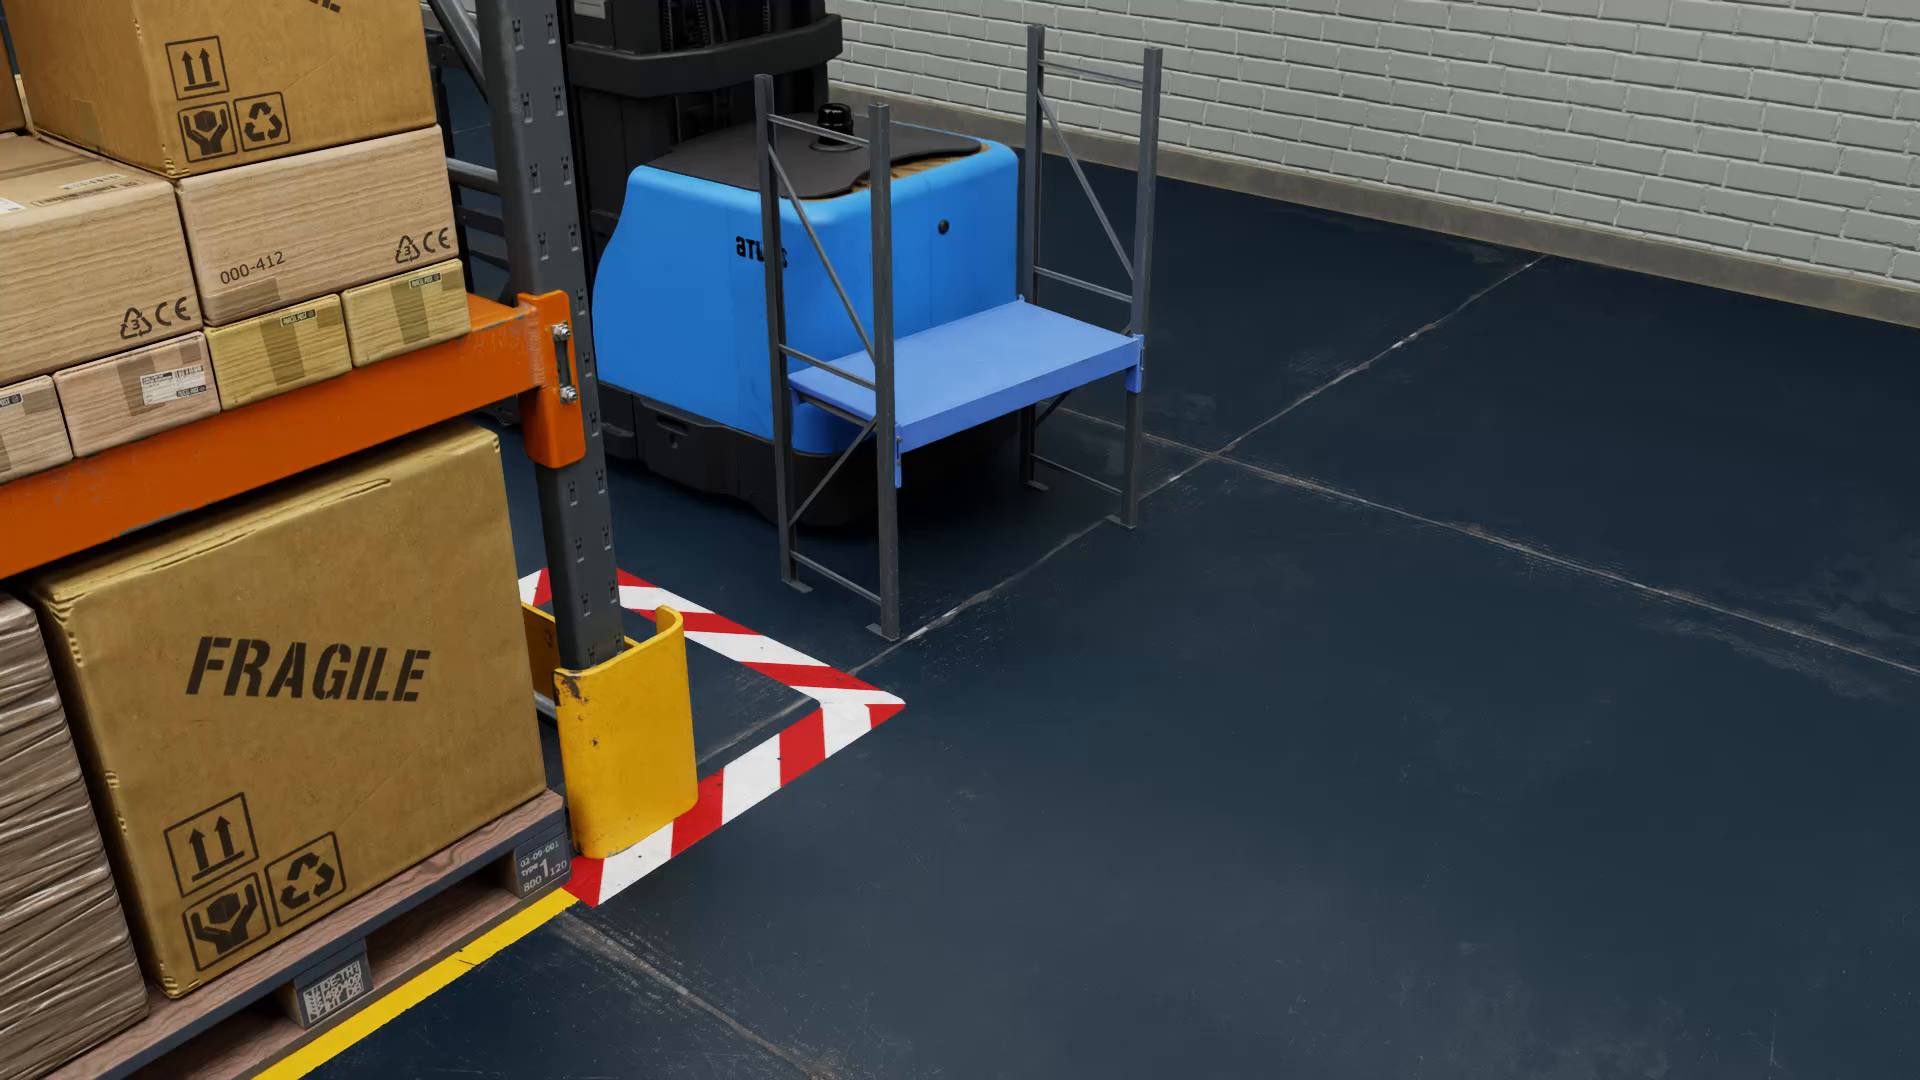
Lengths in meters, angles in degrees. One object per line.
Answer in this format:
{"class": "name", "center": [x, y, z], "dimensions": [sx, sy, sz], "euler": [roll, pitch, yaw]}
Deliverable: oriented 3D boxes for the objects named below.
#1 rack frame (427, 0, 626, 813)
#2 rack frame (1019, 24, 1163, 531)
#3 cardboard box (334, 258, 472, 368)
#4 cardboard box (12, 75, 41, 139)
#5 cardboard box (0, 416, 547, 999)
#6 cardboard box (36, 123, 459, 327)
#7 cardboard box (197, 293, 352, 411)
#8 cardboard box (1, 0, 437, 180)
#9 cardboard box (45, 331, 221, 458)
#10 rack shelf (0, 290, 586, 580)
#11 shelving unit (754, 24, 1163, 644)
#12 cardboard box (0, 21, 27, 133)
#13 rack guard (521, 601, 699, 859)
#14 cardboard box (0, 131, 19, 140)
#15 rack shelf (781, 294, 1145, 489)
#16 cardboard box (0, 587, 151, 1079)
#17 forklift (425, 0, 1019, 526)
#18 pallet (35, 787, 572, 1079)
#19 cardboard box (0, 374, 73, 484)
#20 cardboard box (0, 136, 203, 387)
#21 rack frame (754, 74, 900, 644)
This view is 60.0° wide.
{"class": "rack frame", "center": [-1.183, -0.808, 3.548], "dimensions": [1.000, 3.000, 0.127], "euler": [21, 34, 34]}
{"class": "rack frame", "center": [0.384, -0.784, 5.133], "dimensions": [0.032, 1.500, 0.500], "euler": [-24, 36, -38]}
{"class": "cardboard box", "center": [-1.156, -0.474, 3.176], "dimensions": [0.380, 0.149, 0.250], "euler": [22, 34, 35]}
{"class": "cardboard box", "center": [-1.697, -0.783, 3.338], "dimensions": [0.500, 0.250, 0.500], "euler": [20, 33, 33]}
{"class": "cardboard box", "center": [-1.529, 0.199, 3.456], "dimensions": [0.875, 0.875, 0.875], "euler": [21, 34, 34]}
{"class": "cardboard box", "center": [-1.287, -0.624, 3.032], "dimensions": [0.500, 0.250, 0.500], "euler": [20, 33, 34]}
{"class": "cardboard box", "center": [-1.320, -0.382, 2.996], "dimensions": [0.380, 0.149, 0.250], "euler": [21, 34, 35]}
{"class": "cardboard box", "center": [-1.291, -0.957, 2.859], "dimensions": [0.500, 0.500, 0.500], "euler": [21, 34, 35]}
{"class": "cardboard box", "center": [-1.481, -0.292, 2.824], "dimensions": [0.380, 0.149, 0.250], "euler": [21, 34, 35]}
{"class": "rack shelf", "center": [-2.456, 0.220, 2.342], "dimensions": [1.077, 0.370, 4.000], "euler": [21, 34, 34]}
{"class": "shelving unit", "center": [0.015, -0.623, 4.822], "dimensions": [1.048, 1.500, 0.538], "euler": [-24, 36, -38]}
{"class": "cardboard box", "center": [-2.015, -0.938, 2.823], "dimensions": [0.500, 0.500, 0.500], "euler": [20, 33, 33]}
{"class": "rack guard", "center": [-1.168, 0.293, 4.139], "dimensions": [1.175, 0.500, 0.348], "euler": [21, 34, 34]}
{"class": "cardboard box", "center": [-2.023, -0.596, 2.978], "dimensions": [0.500, 0.250, 0.500], "euler": [20, 34, 34]}
{"class": "rack shelf", "center": [0.015, -0.463, 4.905], "dimensions": [1.000, 0.185, 0.538], "euler": [-24, 36, -38]}
{"class": "cardboard box", "center": [-2.108, 0.522, 2.832], "dimensions": [0.875, 0.875, 0.875], "euler": [21, 34, 34]}
{"class": "forklift", "center": [-1.258, -1.885, 5.703], "dimensions": [3.031, 2.935, 1.130], "euler": [20, 34, 34]}
{"class": "pallet", "center": [-1.632, 0.737, 3.596], "dimensions": [1.003, 0.211, 1.213], "euler": [21, 34, 34]}
{"class": "cardboard box", "center": [-1.641, -0.204, 2.654], "dimensions": [0.380, 0.149, 0.250], "euler": [21, 34, 35]}
{"class": "cardboard box", "center": [-1.610, -0.445, 2.685], "dimensions": [0.500, 0.250, 0.500], "euler": [20, 33, 34]}
{"class": "rack frame", "center": [-0.354, -0.462, 4.511], "dimensions": [0.032, 1.500, 0.500], "euler": [-24, 36, -38]}
